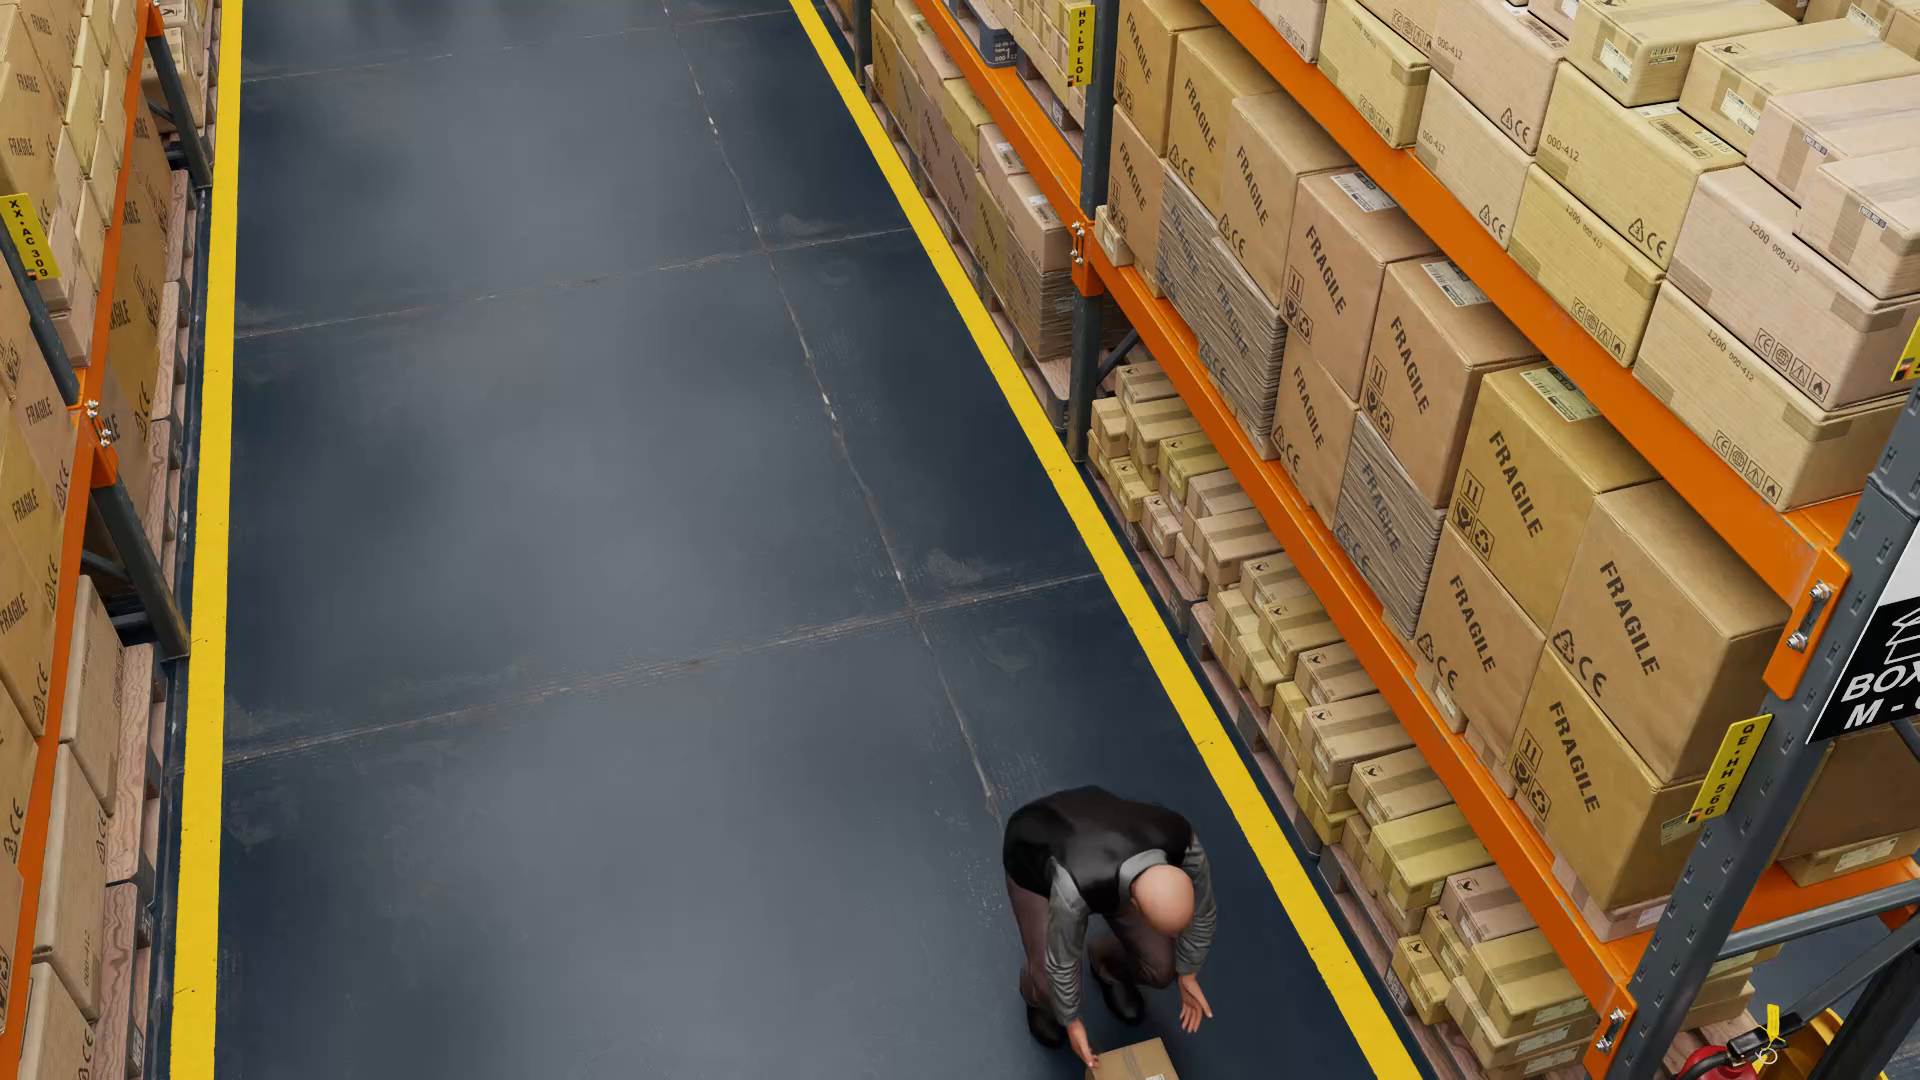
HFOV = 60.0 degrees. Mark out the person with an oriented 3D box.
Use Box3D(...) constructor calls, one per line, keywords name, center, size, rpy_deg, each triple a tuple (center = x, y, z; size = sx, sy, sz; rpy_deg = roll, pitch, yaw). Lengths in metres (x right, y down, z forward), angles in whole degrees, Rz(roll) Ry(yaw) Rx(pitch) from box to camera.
Box3D(name="person", center=(0.469, 1.318, 5.326), size=(0.537, 0.906, 0.866), rpy_deg=(-13, 43, -14))
